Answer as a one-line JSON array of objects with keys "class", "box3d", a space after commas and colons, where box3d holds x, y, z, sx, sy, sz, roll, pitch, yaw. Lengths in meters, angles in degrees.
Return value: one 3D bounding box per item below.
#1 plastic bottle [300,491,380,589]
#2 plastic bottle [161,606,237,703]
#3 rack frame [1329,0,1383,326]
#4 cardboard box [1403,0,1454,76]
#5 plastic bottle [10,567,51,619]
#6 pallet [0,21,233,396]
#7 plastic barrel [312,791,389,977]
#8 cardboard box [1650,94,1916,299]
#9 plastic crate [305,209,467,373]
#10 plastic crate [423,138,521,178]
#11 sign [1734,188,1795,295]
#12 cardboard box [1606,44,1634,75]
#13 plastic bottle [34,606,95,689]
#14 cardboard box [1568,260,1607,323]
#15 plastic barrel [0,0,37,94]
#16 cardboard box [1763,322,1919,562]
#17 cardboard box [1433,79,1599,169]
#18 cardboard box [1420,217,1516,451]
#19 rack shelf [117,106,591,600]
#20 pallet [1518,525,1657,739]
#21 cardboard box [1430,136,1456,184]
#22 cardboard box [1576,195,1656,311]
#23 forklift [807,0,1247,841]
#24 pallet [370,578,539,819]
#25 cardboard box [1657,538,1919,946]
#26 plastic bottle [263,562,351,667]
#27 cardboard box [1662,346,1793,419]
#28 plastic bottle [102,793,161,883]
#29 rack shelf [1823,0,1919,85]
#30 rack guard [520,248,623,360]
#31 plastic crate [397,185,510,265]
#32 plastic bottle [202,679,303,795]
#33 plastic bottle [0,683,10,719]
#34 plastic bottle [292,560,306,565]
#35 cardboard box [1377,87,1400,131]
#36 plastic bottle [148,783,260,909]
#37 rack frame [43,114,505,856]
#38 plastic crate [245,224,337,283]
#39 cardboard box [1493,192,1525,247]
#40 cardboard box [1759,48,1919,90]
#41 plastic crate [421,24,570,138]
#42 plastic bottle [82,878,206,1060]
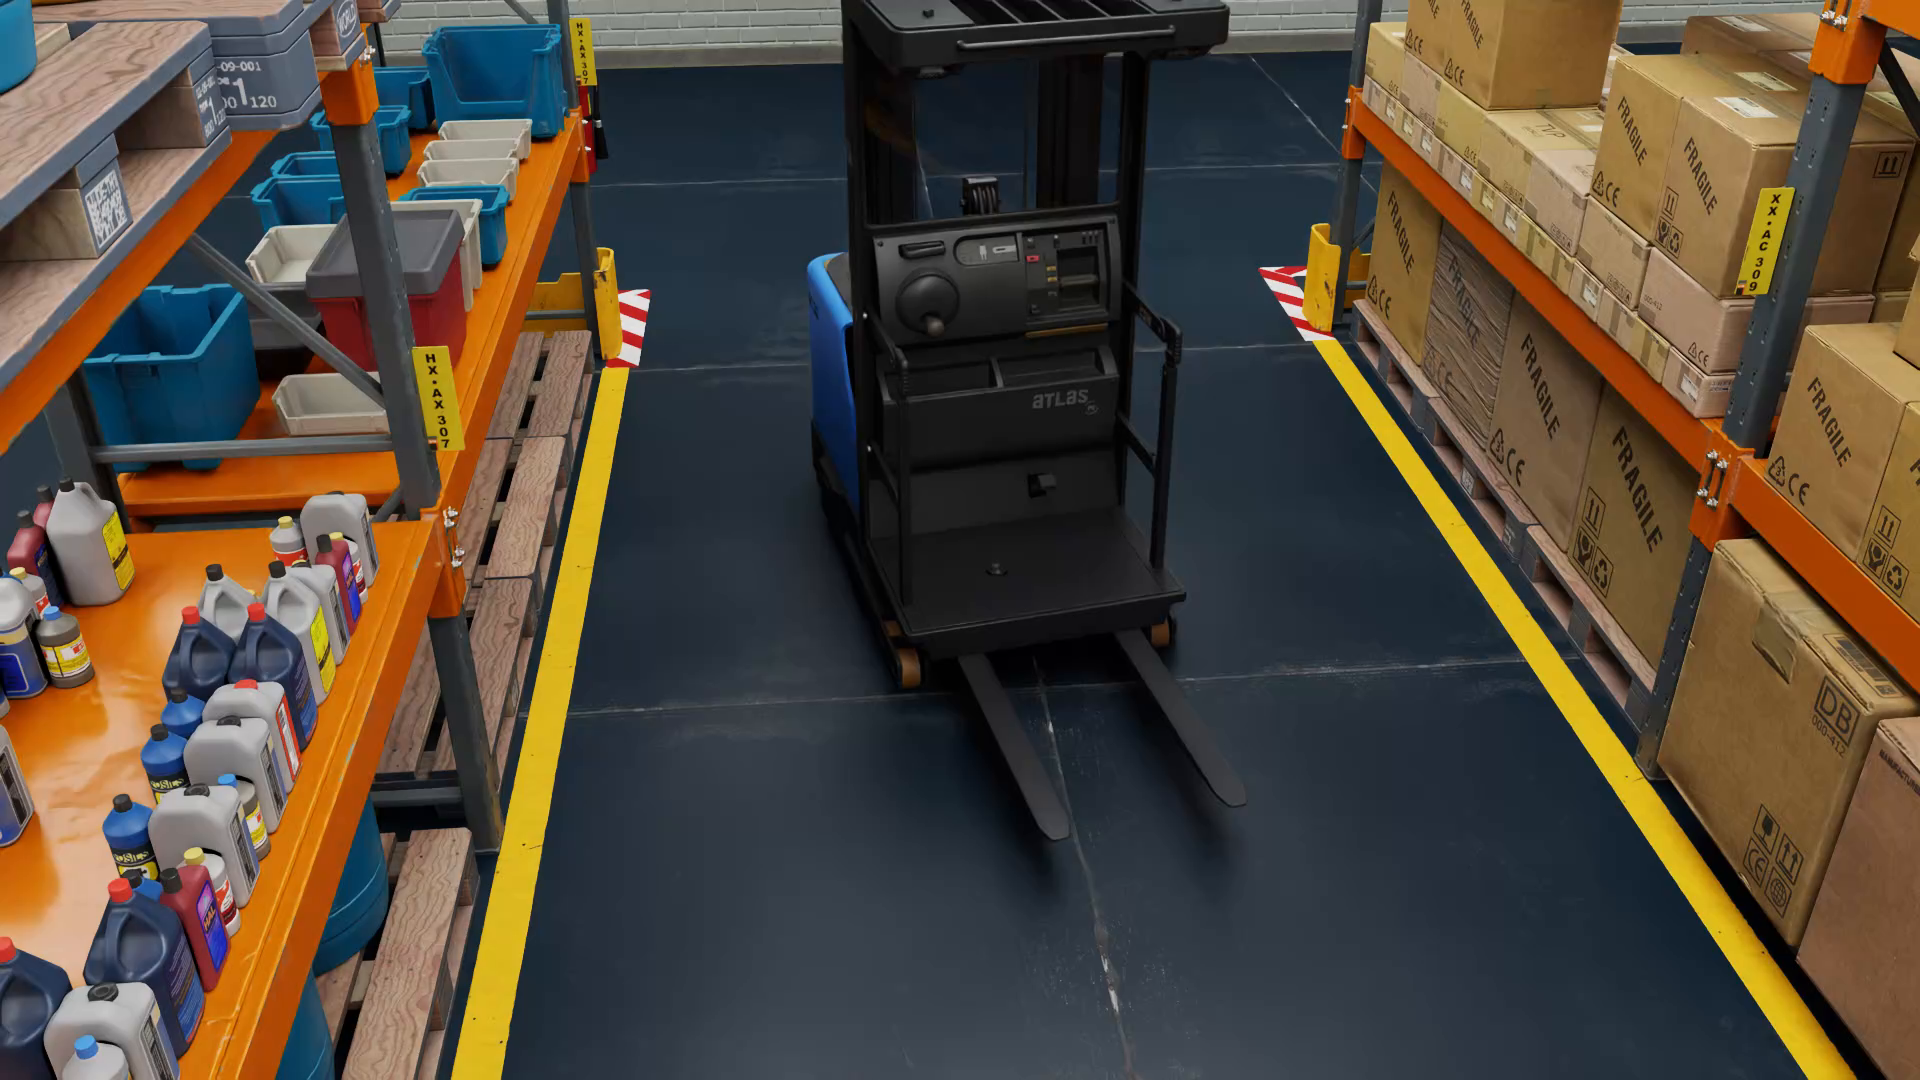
[{"class": "plastic bottle", "box3d": [-1.669, -0.016, 4.472, 0.152, 0.276, 0.135, -3, 31, -5]}, {"class": "plastic bottle", "box3d": [-1.742, 0.321, 3.835, 0.144, 0.351, 0.185, -3, 31, -5]}, {"class": "rack frame", "box3d": [2.530, -2.534, 8.568, 1.000, 3.000, 0.127, -3, 31, -5]}, {"class": "cardboard box", "box3d": [2.352, -2.406, 7.478, 0.500, 0.500, 0.500, -3, 31, -6]}, {"class": "plastic bottle", "box3d": [-2.377, 0.164, 4.244, 0.097, 0.201, 0.097, 0, 31, 0]}, {"class": "pallet", "box3d": [-1.748, -0.487, 2.399, 1.003, 0.211, 1.213, -3, 31, -5]}, {"class": "plastic barrel", "box3d": [-1.994, 0.744, 4.715, 0.600, 0.901, 0.708, -3, 31, -5]}, {"class": "cardboard box", "box3d": [2.594, -1.099, 5.290, 0.500, 0.500, 0.500, -2, 31, -3]}, {"class": "plastic crate", "box3d": [-1.862, -0.776, 5.503, 0.402, 0.464, 0.583, -3, 31, -5]}, {"class": "plastic crate", "box3d": [-2.132, -1.653, 7.291, 0.396, 0.136, 0.243, -3, 31, -5]}, {"class": "sign", "box3d": [2.351, -0.870, 4.861, 0.100, 0.325, 0.005, -3, 31, -5]}, {"class": "cardboard box", "box3d": [2.886, -2.104, 7.703, 0.500, 0.250, 0.500, -3, 31, -5]}, {"class": "plastic bottle", "box3d": [-2.207, 0.256, 4.089, 0.097, 0.201, 0.097, 0, 31, 0]}, {"class": "cardboard box", "box3d": [2.477, -0.918, 6.107, 0.380, 0.149, 0.250, -2, 31, -4]}, {"class": "plastic barrel", "box3d": [-1.716, -1.074, 2.299, 0.600, 0.901, 0.708, -3, 31, -5]}, {"class": "cardboard box", "box3d": [2.697, -0.288, 4.710, 0.500, 0.500, 0.500, -3, 31, -4]}, {"class": "cardboard box", "box3d": [2.404, -1.818, 7.224, 0.500, 0.250, 0.500, -4, 31, -6]}, {"class": "cardboard box", "box3d": [2.754, -1.015, 7.686, 0.875, 0.875, 0.875, -3, 31, -5]}, {"class": "rack shelf", "box3d": [-2.215, -0.967, 6.645, 1.077, 0.370, 4.000, -3, 31, -5]}, {"class": "pallet", "box3d": [2.910, 0.313, 6.520, 1.003, 0.211, 1.213, -3, 31, -5]}, {"class": "cardboard box", "box3d": [2.332, -1.705, 7.424, 0.380, 0.149, 0.250, -3, 31, -6]}, {"class": "cardboard box", "box3d": [2.550, -1.032, 5.909, 0.500, 0.250, 0.500, -2, 31, -3]}, {"class": "forklift", "box3d": [0.205, -0.915, 5.923, 1.130, 2.935, 3.031, -8, 32, -13]}, {"class": "pallet", "box3d": [-2.135, 0.569, 6.092, 1.003, 0.211, 1.213, -3, 31, -5]}, {"class": "cardboard box", "box3d": [2.983, 0.566, 5.040, 1.225, 0.875, 0.875, -3, 31, -4]}, {"class": "plastic bottle", "box3d": [-1.635, 0.171, 4.160, 0.152, 0.276, 0.135, -3, 31, -5]}, {"class": "cardboard box", "box3d": [2.549, -0.524, 5.447, 0.380, 0.149, 0.250, -3, 31, -4]}, {"class": "plastic bottle", "box3d": [-1.676, 0.633, 3.391, 0.097, 0.271, 0.097, 0, 31, 0]}, {"class": "rack shelf", "box3d": [3.090, -0.450, 2.855, 1.077, 0.370, 4.000, -3, 31, -5]}, {"class": "rack guard", "box3d": [-2.417, -1.236, 8.831, 1.175, 0.500, 0.348, -3, 31, -5]}, {"class": "plastic crate", "box3d": [-1.954, -1.215, 6.463, 0.416, 0.233, 0.300, -3, 31, -5]}, {"class": "plastic bottle", "box3d": [-1.588, 0.428, 3.729, 0.152, 0.276, 0.135, -3, 31, -5]}, {"class": "plastic bottle", "box3d": [-2.346, 0.302, 3.944, 0.097, 0.271, 0.097, 0, 31, 0]}, {"class": "plastic bottle", "box3d": [-1.679, 0.145, 4.276, 0.097, 0.201, 0.097, 0, 31, 0]}, {"class": "cardboard box", "box3d": [2.260, -2.099, 8.083, 0.380, 0.149, 0.250, -3, 31, -5]}, {"class": "plastic bottle", "box3d": [-1.554, 0.615, 3.416, 0.152, 0.276, 0.135, -3, 31, -5]}, {"class": "rack frame", "box3d": [-2.028, -0.255, 4.751, 1.000, 3.000, 0.127, -3, 31, -5]}, {"class": "plastic crate", "box3d": [-2.490, -1.042, 6.268, 0.293, 0.136, 0.466, -3, 31, -5]}, {"class": "cardboard box", "box3d": [2.406, -1.310, 6.764, 0.380, 0.149, 0.250, -2, 31, -4]}, {"class": "cardboard box", "box3d": [3.075, -1.386, 5.770, 0.500, 0.500, 0.500, -3, 31, -5]}, {"class": "plastic crate", "box3d": [-2.184, -2.176, 7.875, 0.616, 0.435, 0.499, -3, 31, -5]}, {"class": "plastic bottle", "box3d": [-1.513, 0.782, 3.063, 0.144, 0.351, 0.185, -3, 31, -5]}]
